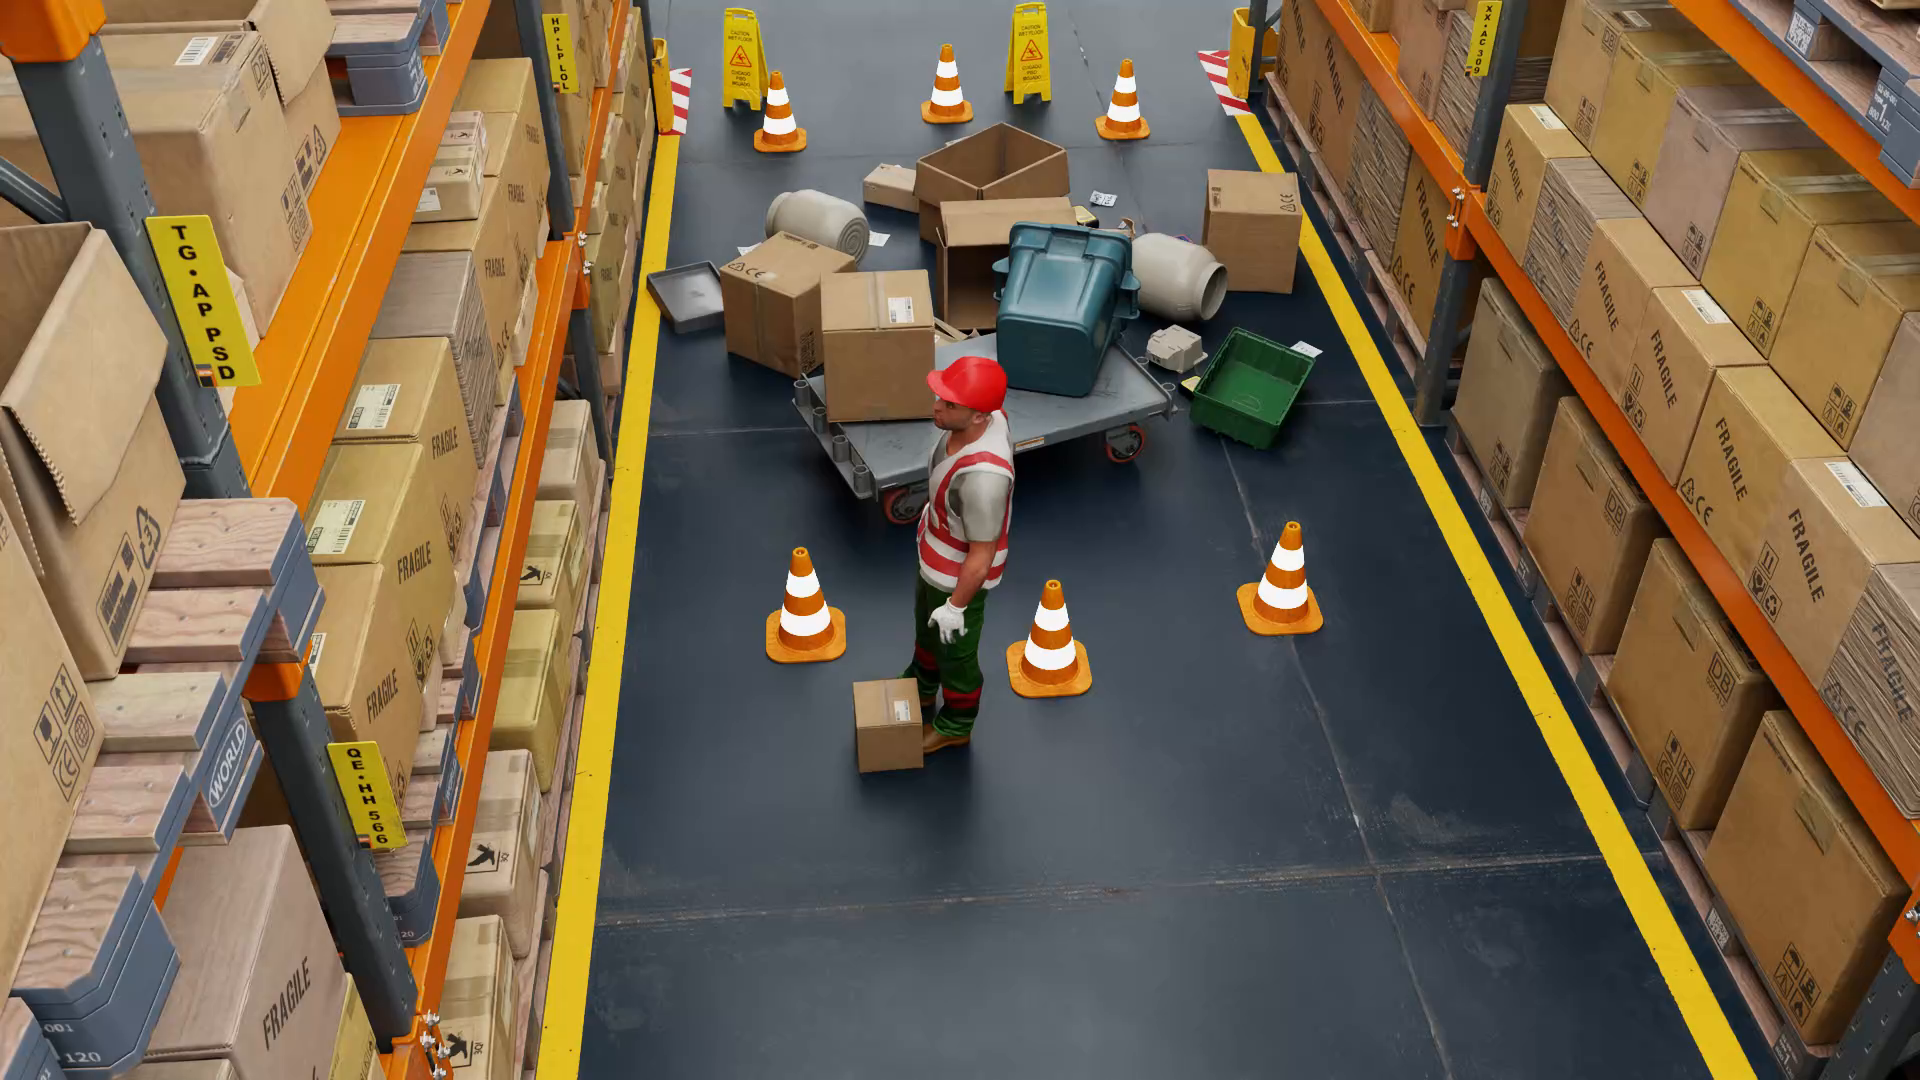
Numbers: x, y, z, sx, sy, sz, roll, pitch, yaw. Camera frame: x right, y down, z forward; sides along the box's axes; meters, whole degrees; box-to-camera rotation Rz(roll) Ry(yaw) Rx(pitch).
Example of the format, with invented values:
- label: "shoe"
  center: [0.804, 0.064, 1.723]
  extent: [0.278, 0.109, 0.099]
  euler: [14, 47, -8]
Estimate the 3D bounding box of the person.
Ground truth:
- label: "person"
  center: [-0.092, 0.079, 6.020]
  extent: [0.564, 1.788, 0.637]
  euler: [-3, 39, -4]
